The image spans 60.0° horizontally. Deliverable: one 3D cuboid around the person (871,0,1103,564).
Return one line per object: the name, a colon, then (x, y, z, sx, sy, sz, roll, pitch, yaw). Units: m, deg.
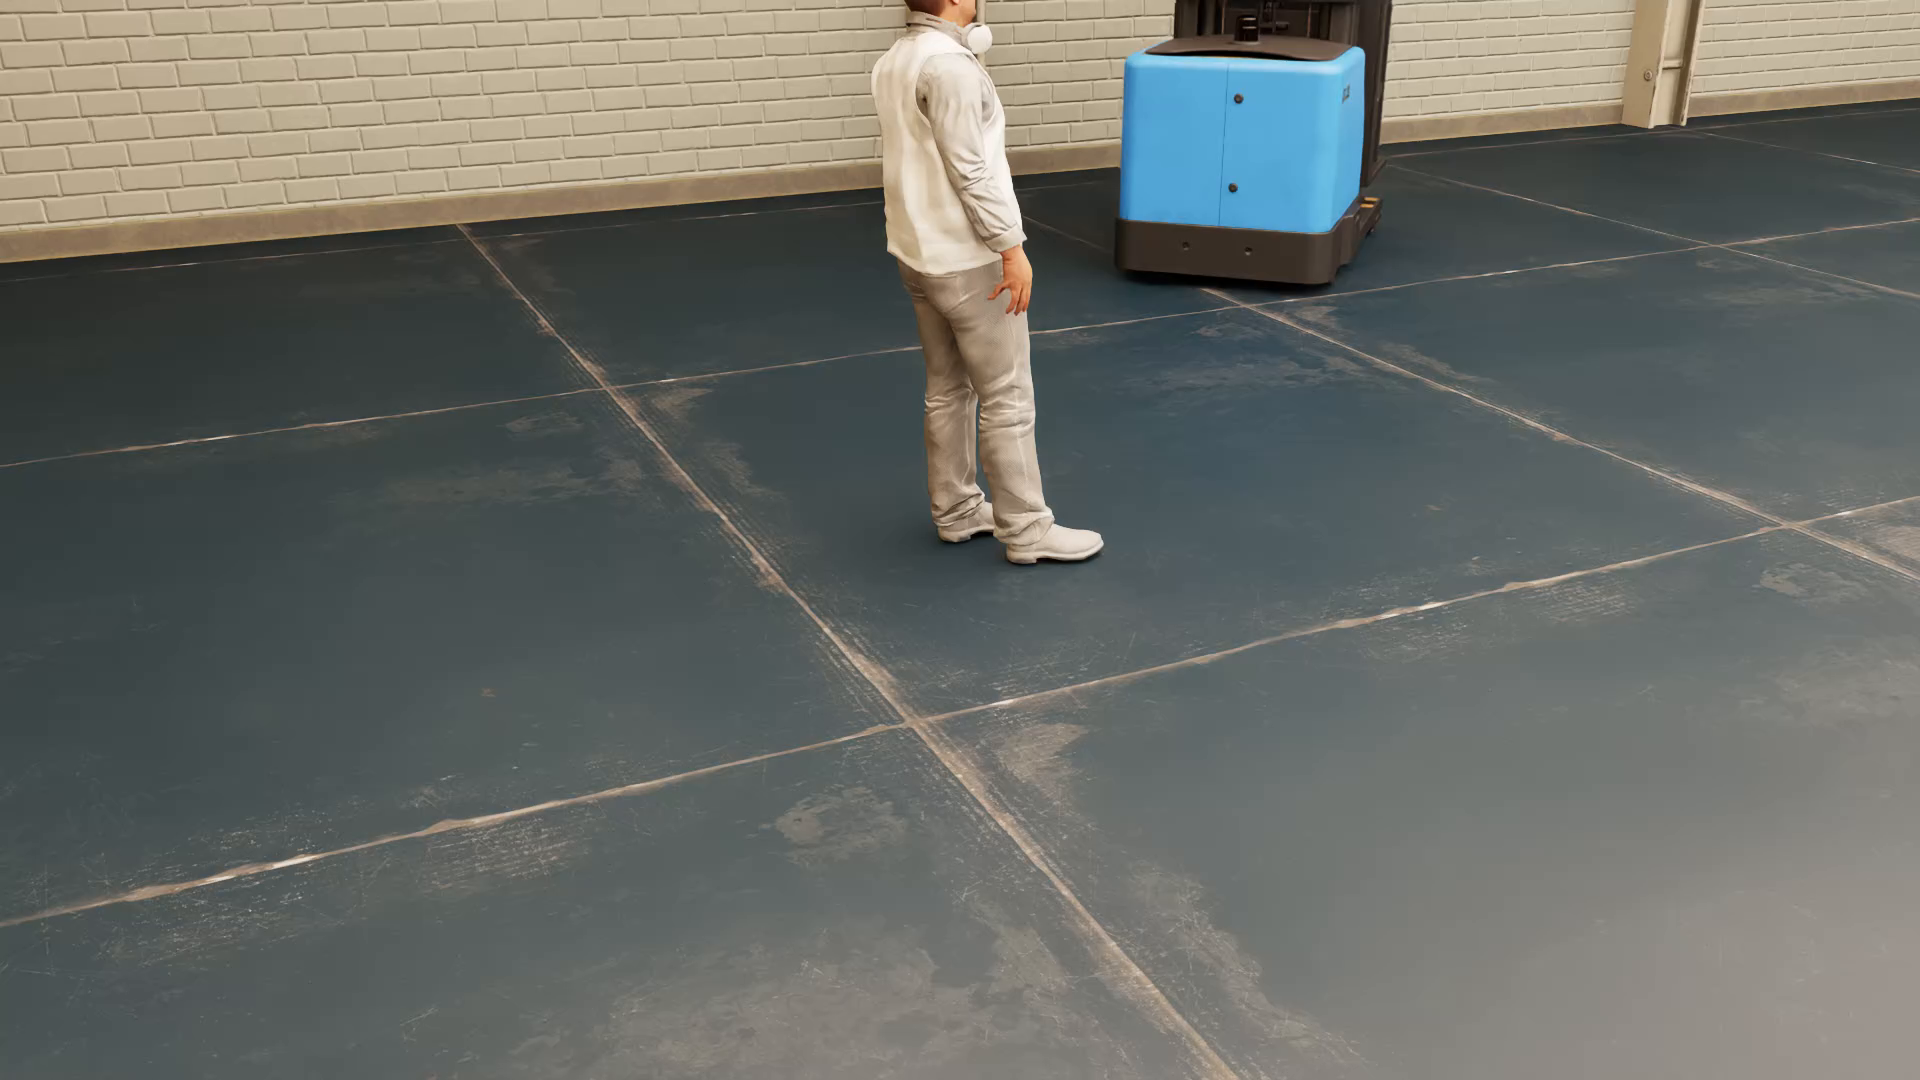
person: (0.059, -0.833, 4.781, 0.568, 1.773, 0.632, -10, 25, -23)

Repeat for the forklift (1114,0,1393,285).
forklift: (1.740, -3.089, 8.722, 1.130, 2.935, 3.031, 8, 24, 19)
